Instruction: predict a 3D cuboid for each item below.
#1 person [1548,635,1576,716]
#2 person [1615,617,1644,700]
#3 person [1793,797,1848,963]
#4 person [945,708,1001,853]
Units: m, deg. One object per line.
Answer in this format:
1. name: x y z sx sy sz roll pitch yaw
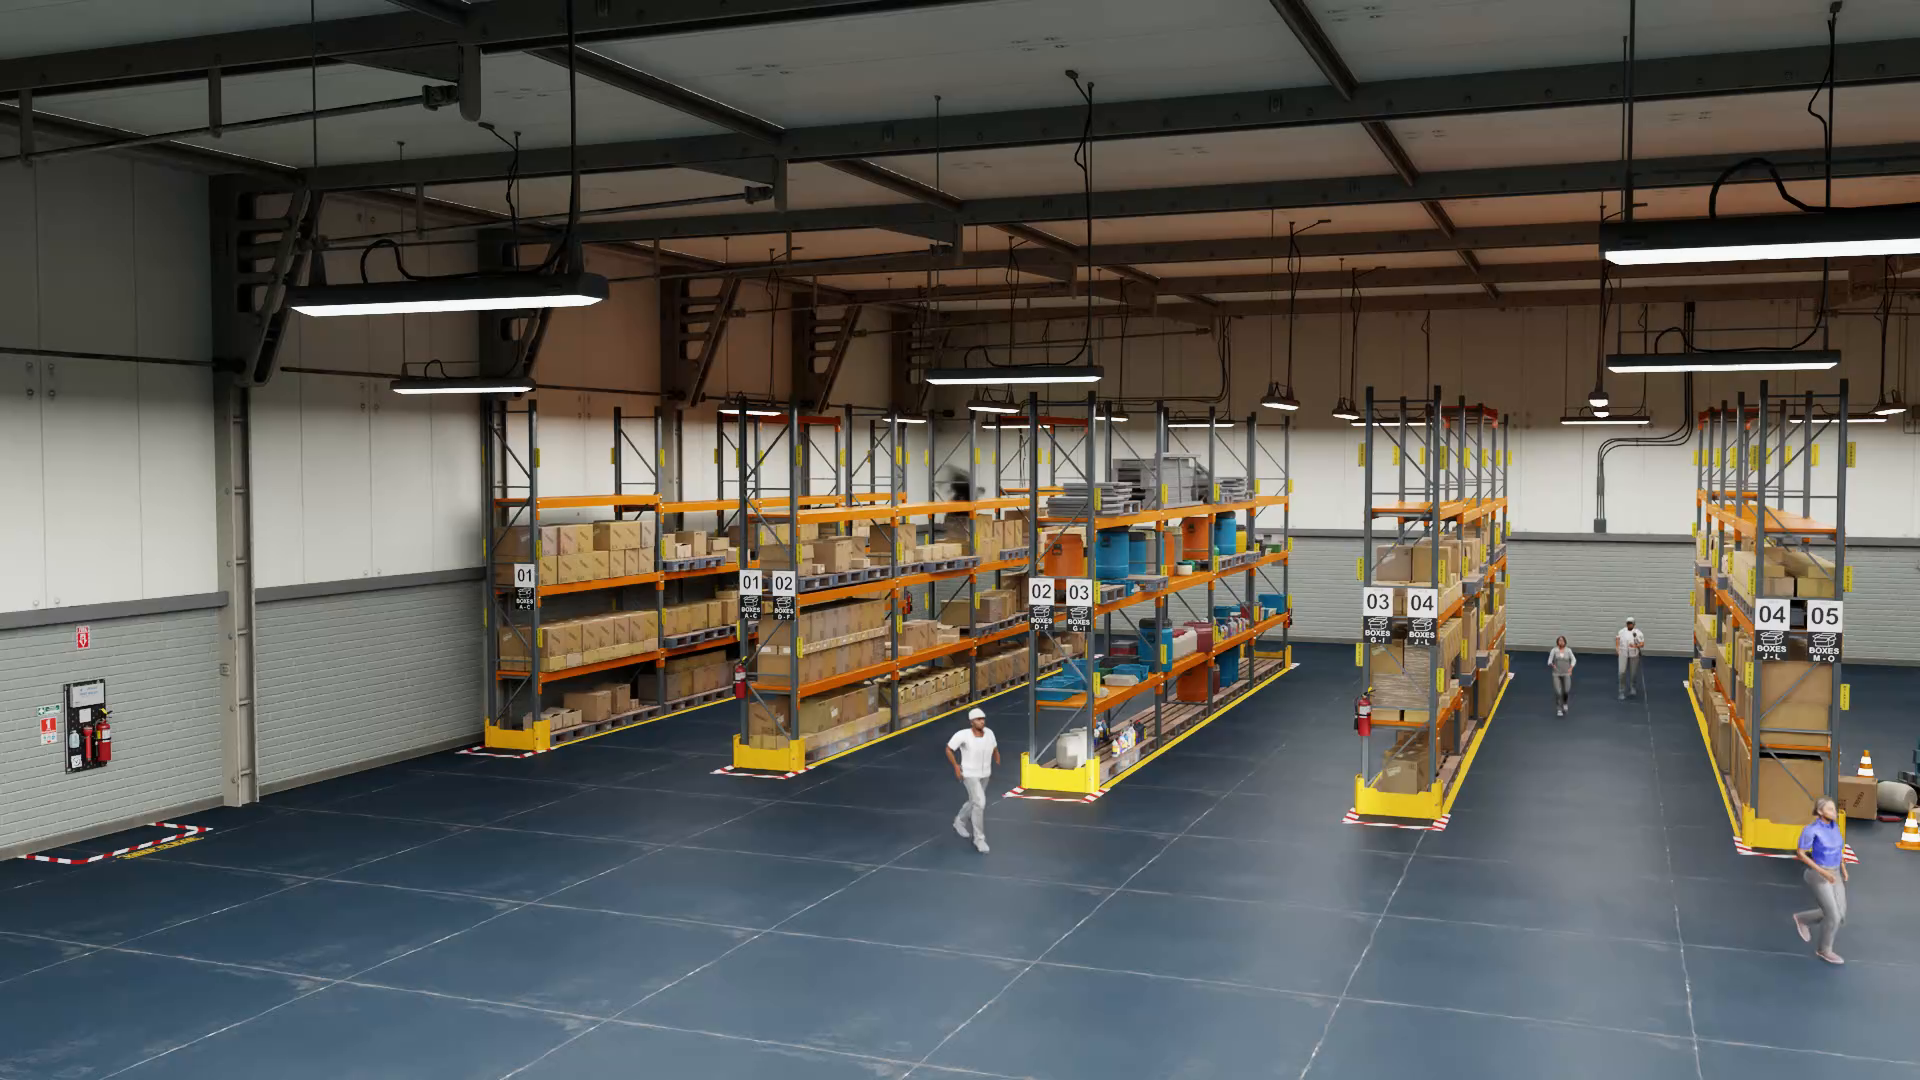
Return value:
1. person: 11.630 2.630 32.139 0.518 1.558 0.548 1 3 18
2. person: 13.967 2.467 34.698 0.582 1.732 0.769 1 3 26
3. person: 8.599 3.371 16.669 0.597 1.614 0.605 -1 3 -28
4. person: 0.188 3.052 21.447 0.691 1.799 0.854 -2 4 -40
